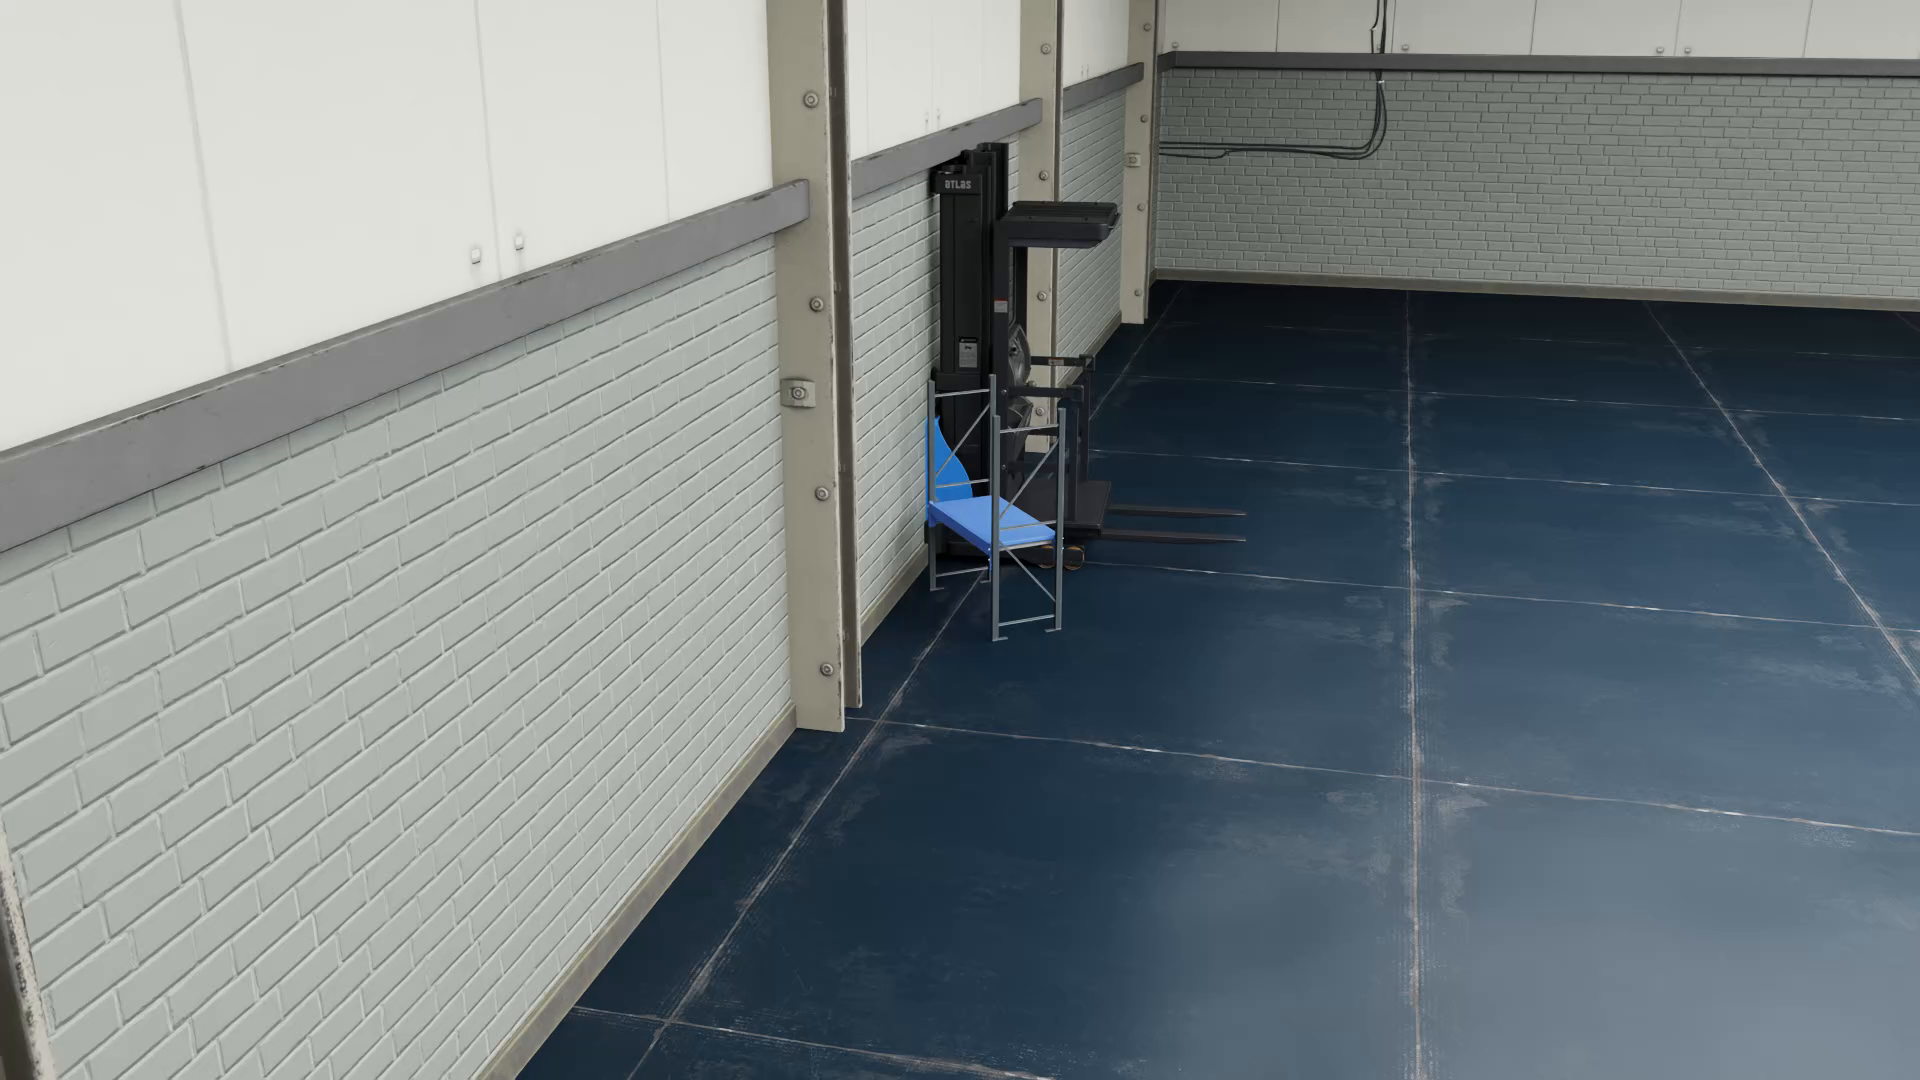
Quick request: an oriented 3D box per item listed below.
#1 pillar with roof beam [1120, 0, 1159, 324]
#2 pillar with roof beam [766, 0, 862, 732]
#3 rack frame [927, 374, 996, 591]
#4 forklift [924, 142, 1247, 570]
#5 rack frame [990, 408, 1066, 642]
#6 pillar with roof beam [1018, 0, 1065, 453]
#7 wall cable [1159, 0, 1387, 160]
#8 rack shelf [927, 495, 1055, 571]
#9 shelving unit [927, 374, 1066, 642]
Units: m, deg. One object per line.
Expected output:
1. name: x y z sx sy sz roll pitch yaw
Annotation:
1. pillar with roof beam: 6.331 -6.657 18.256 9.100 9.000 0.400 5 19 13
2. pillar with roof beam: 3.399 -2.896 7.245 9.100 9.000 0.400 5 19 13
3. rack frame: 0.012 -0.388 11.504 0.500 1.500 0.032 -8 21 -23
4. forklift: 0.621 -1.355 12.120 3.031 2.935 1.130 3 19 9
5. rack frame: 0.431 -0.089 10.627 0.500 1.500 0.032 -8 21 -23
6. pillar with roof beam: 4.865 -4.777 12.751 9.100 9.000 0.400 5 19 13
7. wall cable: 4.159 -6.347 22.151 3.097 2.526 0.112 5 19 13
8. rack shelf: 0.222 -0.068 11.124 0.538 0.185 1.000 -8 21 -23
9. shelving unit: 0.222 -0.239 11.066 0.538 1.500 1.048 -8 21 -23
